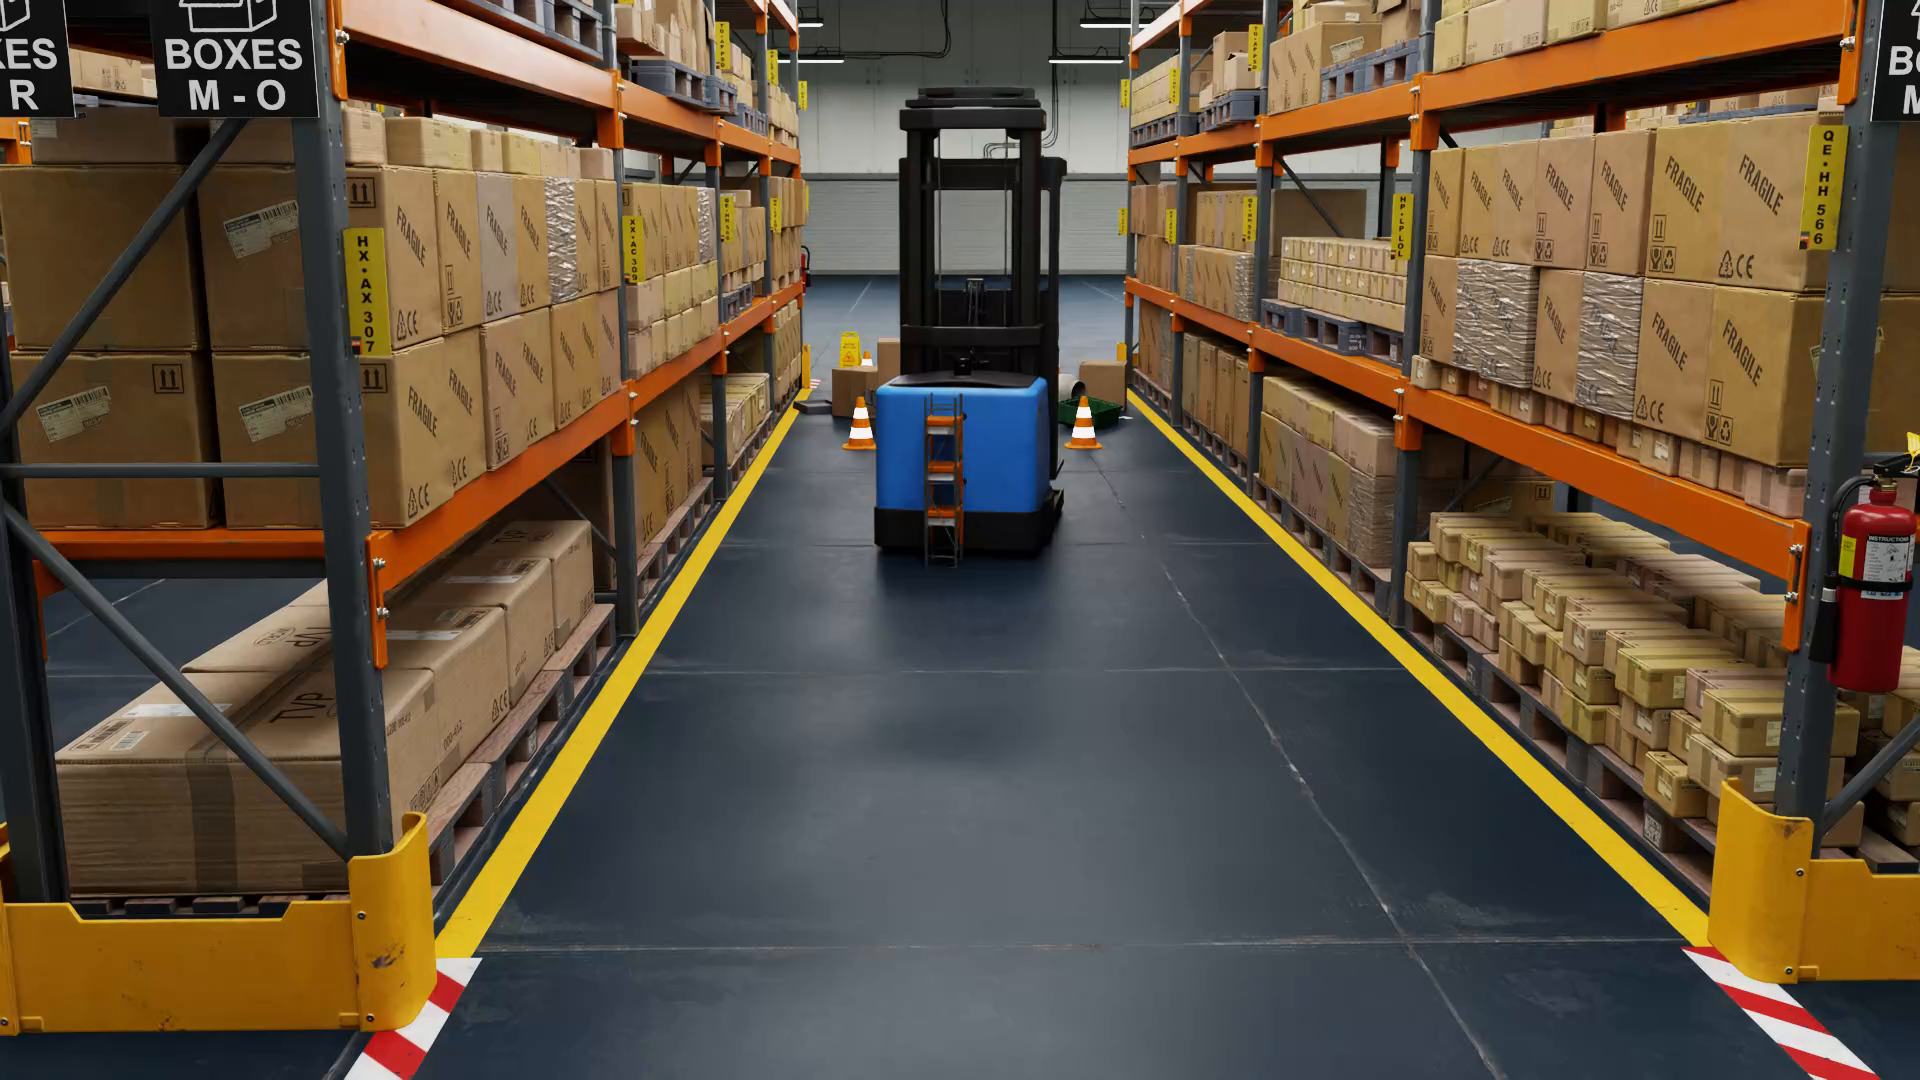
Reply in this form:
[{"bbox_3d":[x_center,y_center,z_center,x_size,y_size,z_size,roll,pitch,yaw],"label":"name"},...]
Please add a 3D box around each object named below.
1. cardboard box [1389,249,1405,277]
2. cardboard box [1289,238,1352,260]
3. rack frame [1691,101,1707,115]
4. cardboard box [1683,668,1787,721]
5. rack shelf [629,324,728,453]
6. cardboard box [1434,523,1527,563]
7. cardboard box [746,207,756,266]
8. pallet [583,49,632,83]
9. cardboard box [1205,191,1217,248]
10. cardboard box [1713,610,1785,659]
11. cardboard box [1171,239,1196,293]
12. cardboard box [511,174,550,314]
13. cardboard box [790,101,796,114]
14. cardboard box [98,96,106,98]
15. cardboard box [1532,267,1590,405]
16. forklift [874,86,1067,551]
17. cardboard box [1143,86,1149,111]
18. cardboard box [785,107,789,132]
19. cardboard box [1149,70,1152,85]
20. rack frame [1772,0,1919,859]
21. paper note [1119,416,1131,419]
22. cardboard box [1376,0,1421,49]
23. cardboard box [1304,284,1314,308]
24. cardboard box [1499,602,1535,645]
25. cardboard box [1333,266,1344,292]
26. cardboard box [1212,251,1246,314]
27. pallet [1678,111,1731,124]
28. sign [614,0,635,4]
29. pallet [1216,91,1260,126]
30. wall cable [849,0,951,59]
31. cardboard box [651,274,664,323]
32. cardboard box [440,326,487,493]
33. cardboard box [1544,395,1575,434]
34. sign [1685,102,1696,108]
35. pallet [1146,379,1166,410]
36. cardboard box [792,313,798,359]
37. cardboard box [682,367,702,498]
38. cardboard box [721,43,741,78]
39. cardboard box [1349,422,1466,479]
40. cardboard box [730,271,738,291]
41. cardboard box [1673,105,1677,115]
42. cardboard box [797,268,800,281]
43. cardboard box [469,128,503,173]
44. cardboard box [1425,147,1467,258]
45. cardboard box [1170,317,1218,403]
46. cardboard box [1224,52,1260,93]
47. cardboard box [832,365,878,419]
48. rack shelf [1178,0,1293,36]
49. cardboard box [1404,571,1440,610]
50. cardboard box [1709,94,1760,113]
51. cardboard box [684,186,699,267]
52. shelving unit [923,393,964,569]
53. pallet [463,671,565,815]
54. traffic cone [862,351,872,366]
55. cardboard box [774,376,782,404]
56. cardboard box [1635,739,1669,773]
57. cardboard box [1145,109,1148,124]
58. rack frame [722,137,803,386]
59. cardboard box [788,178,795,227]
[{"bbox_3d":[2.569,-1.518,9.078,0.380,0.149,0.250,-1,11,-3],"label":"cardboard box"},{"bbox_3d":[2.521,-2.035,11.624,0.380,0.149,0.250,-1,11,-3],"label":"cardboard box"},{"bbox_3d":[7.575,-5.542,15.745,1.000,3.000,0.127,0,11,-1],"label":"rack frame"},{"bbox_3d":[2.650,0.529,5.525,0.380,0.149,0.250,0,11,0],"label":"cardboard box"},{"bbox_3d":[-2.209,-1.016,10.333,1.077,0.370,4.000,0,11,-1],"label":"rack shelf"},{"bbox_3d":[2.526,0.013,8.071,0.380,0.149,0.250,0,11,2],"label":"cardboard box"},{"bbox_3d":[-2.078,-2.670,14.620,0.500,0.500,0.500,0,11,1],"label":"cardboard box"},{"bbox_3d":[-2.236,-2.529,8.920,0.805,0.209,1.217,-1,11,-3],"label":"pallet"},{"bbox_3d":[2.643,-2.940,15.240,0.700,0.500,0.500,0,11,-2],"label":"cardboard box"},{"bbox_3d":[3.103,0.369,6.315,0.380,0.149,0.250,0,11,1],"label":"cardboard box"},{"bbox_3d":[2.594,-2.749,16.686,0.875,0.550,0.550,0,11,-1],"label":"cardboard box"},{"bbox_3d":[-1.858,-1.116,6.248,0.500,0.500,0.500,0,11,-1],"label":"cardboard box"},{"bbox_3d":[-2.114,-5.028,19.382,0.380,0.149,0.250,0,11,-1],"label":"cardboard box"},{"bbox_3d":[-7.333,-3.778,13.875,0.380,0.166,0.250,0,11,-1],"label":"cardboard box"},{"bbox_3d":[2.570,-0.802,6.467,0.500,0.500,0.500,0,11,2],"label":"cardboard box"},{"bbox_3d":[0.164,-1.611,11.628,1.130,2.935,3.031,2,12,7],"label":"forklift"},{"bbox_3d":[2.307,-4.896,18.425,0.500,0.250,0.500,0,11,-2],"label":"cardboard box"},{"bbox_3d":[-2.098,-4.495,17.755,0.500,0.250,0.500,0,11,-1],"label":"cardboard box"},{"bbox_3d":[2.251,-5.018,18.025,0.380,0.149,0.250,0,11,0],"label":"cardboard box"},{"bbox_3d":[2.862,-0.216,4.582,1.000,3.000,0.127,0,11,-1],"label":"rack frame"},{"bbox_3d":[1.695,-1.277,17.275,0.147,0.020,0.142,-10,15,-40],"label":"paper note"},{"bbox_3d":[2.878,-3.046,9.667,0.797,0.503,0.637,0,11,-2],"label":"cardboard box"},{"bbox_3d":[2.523,-1.639,11.169,0.380,0.149,0.250,0,11,1],"label":"cardboard box"},{"bbox_3d":[2.529,0.364,7.084,0.380,0.149,0.250,0,11,-2],"label":"cardboard box"},{"bbox_3d":[2.543,-1.629,10.370,0.380,0.149,0.250,0,11,1],"label":"cardboard box"},{"bbox_3d":[2.399,-2.143,13.825,0.500,0.500,0.500,0,11,-2],"label":"cardboard box"},{"bbox_3d":[7.481,-3.857,15.454,1.213,0.211,1.003,0,11,-1],"label":"pallet"},{"bbox_3d":[-1.613,-2.736,7.957,0.100,0.325,0.005,0,11,-1],"label":"sign"},{"bbox_3d":[2.630,-3.312,12.771,1.213,0.211,1.003,0,11,1],"label":"pallet"},{"bbox_3d":[-1.825,-15.894,50.438,3.097,2.526,0.112,0,11,-1],"label":"wall cable"},{"bbox_3d":[-1.934,-1.335,9.214,0.500,0.250,0.500,0,11,0],"label":"cardboard box"},{"bbox_3d":[-1.846,-0.422,5.344,0.500,0.500,0.500,0,11,-2],"label":"cardboard box"},{"bbox_3d":[2.586,-0.516,6.691,0.380,0.149,0.250,0,11,1],"label":"cardboard box"},{"bbox_3d":[7.032,-4.322,15.973,0.100,0.325,0.005,0,11,-1],"label":"sign"},{"bbox_3d":[2.648,-1.630,18.562,1.003,0.211,1.213,0,11,-1],"label":"pallet"},{"bbox_3d":[-2.124,-2.320,18.926,0.500,0.500,0.500,0,11,1],"label":"cardboard box"},{"bbox_3d":[-2.319,-0.793,11.712,0.875,0.875,0.875,0,11,-2],"label":"cardboard box"},{"bbox_3d":[-2.151,-4.091,14.201,0.500,0.250,0.500,0,11,0],"label":"cardboard box"},{"bbox_3d":[2.511,-0.507,9.358,0.500,0.250,0.500,-1,11,-3],"label":"cardboard box"},{"bbox_3d":[-1.988,-2.080,13.343,0.380,0.149,0.250,0,11,-1],"label":"cardboard box"},{"bbox_3d":[7.365,-4.311,16.594,0.380,0.149,0.250,0,11,-1],"label":"cardboard box"},{"bbox_3d":[-2.078,-3.110,19.477,0.380,0.149,0.250,0,11,-2],"label":"cardboard box"},{"bbox_3d":[-1.828,-1.363,5.834,0.380,0.149,0.250,0,11,-1],"label":"cardboard box"},{"bbox_3d":[2.545,-1.606,7.915,0.500,0.500,0.500,0,11,0],"label":"cardboard box"},{"bbox_3d":[2.671,-1.892,17.127,0.875,0.875,0.875,0,11,0],"label":"cardboard box"},{"bbox_3d":[2.375,-3.694,13.097,0.500,0.311,0.500,0,11,-1],"label":"cardboard box"},{"bbox_3d":[-0.995,-1.556,17.466,0.500,0.500,0.500,9,15,38],"label":"cardboard box"},{"bbox_3d":[2.655,-4.596,13.895,1.077,0.370,4.000,0,11,-1],"label":"rack shelf"},{"bbox_3d":[2.465,0.253,8.379,0.380,0.149,0.250,-1,11,-4],"label":"cardboard box"},{"bbox_3d":[7.486,-4.235,15.528,0.797,0.503,0.637,-1,11,-4],"label":"cardboard box"},{"bbox_3d":[-1.956,-2.003,10.621,0.500,0.500,0.500,0,11,-1],"label":"cardboard box"},{"bbox_3d":[-0.100,-0.366,10.224,0.215,1.050,0.252,2,12,7],"label":"shelving unit"},{"bbox_3d":[-2.202,0.790,6.634,1.003,0.211,1.213,0,11,-1],"label":"pallet"},{"bbox_3d":[-1.117,-2.033,19.917,0.336,0.463,0.334,0,11,-1],"label":"traffic cone"},{"bbox_3d":[-2.075,-1.538,16.956,0.500,0.250,0.500,-1,11,-4],"label":"cardboard box"},{"bbox_3d":[2.617,0.768,5.845,0.380,0.149,0.250,0,11,-1],"label":"cardboard box"},{"bbox_3d":[2.244,-4.678,18.355,0.380,0.149,0.250,0,11,-2],"label":"cardboard box"},{"bbox_3d":[-2.416,-3.357,20.060,1.000,3.000,0.127,0,11,-1],"label":"rack frame"},{"bbox_3d":[-2.097,-3.536,17.430,0.700,0.500,0.500,0,11,-2],"label":"cardboard box"}]
